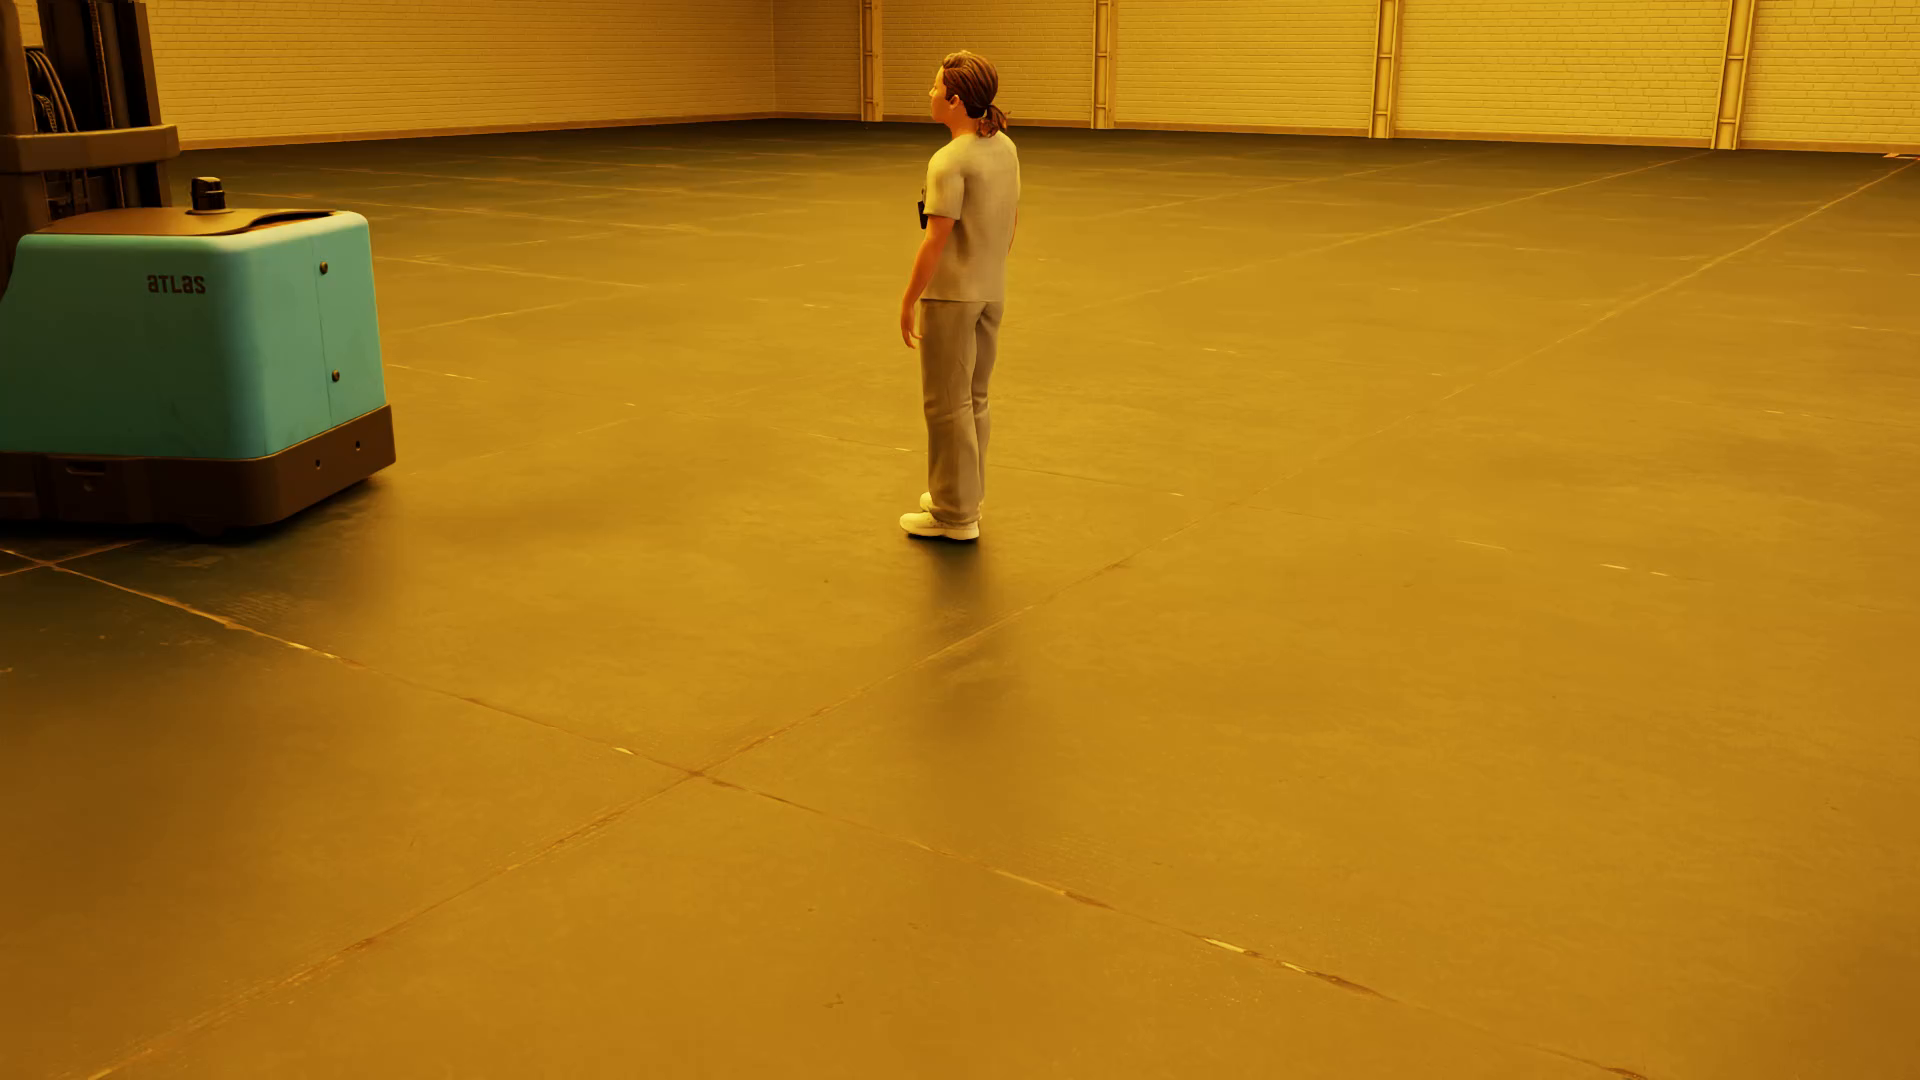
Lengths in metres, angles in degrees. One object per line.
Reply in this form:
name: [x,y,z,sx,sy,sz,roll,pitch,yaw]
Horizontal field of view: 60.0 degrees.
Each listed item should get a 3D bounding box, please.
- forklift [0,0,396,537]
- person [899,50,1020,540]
forklift: [-3.854,-1.590,6.148,3.031,2.935,1.130,2,17,8]
person: [-0.053,-0.825,5.757,0.548,1.673,0.549,11,20,33]
